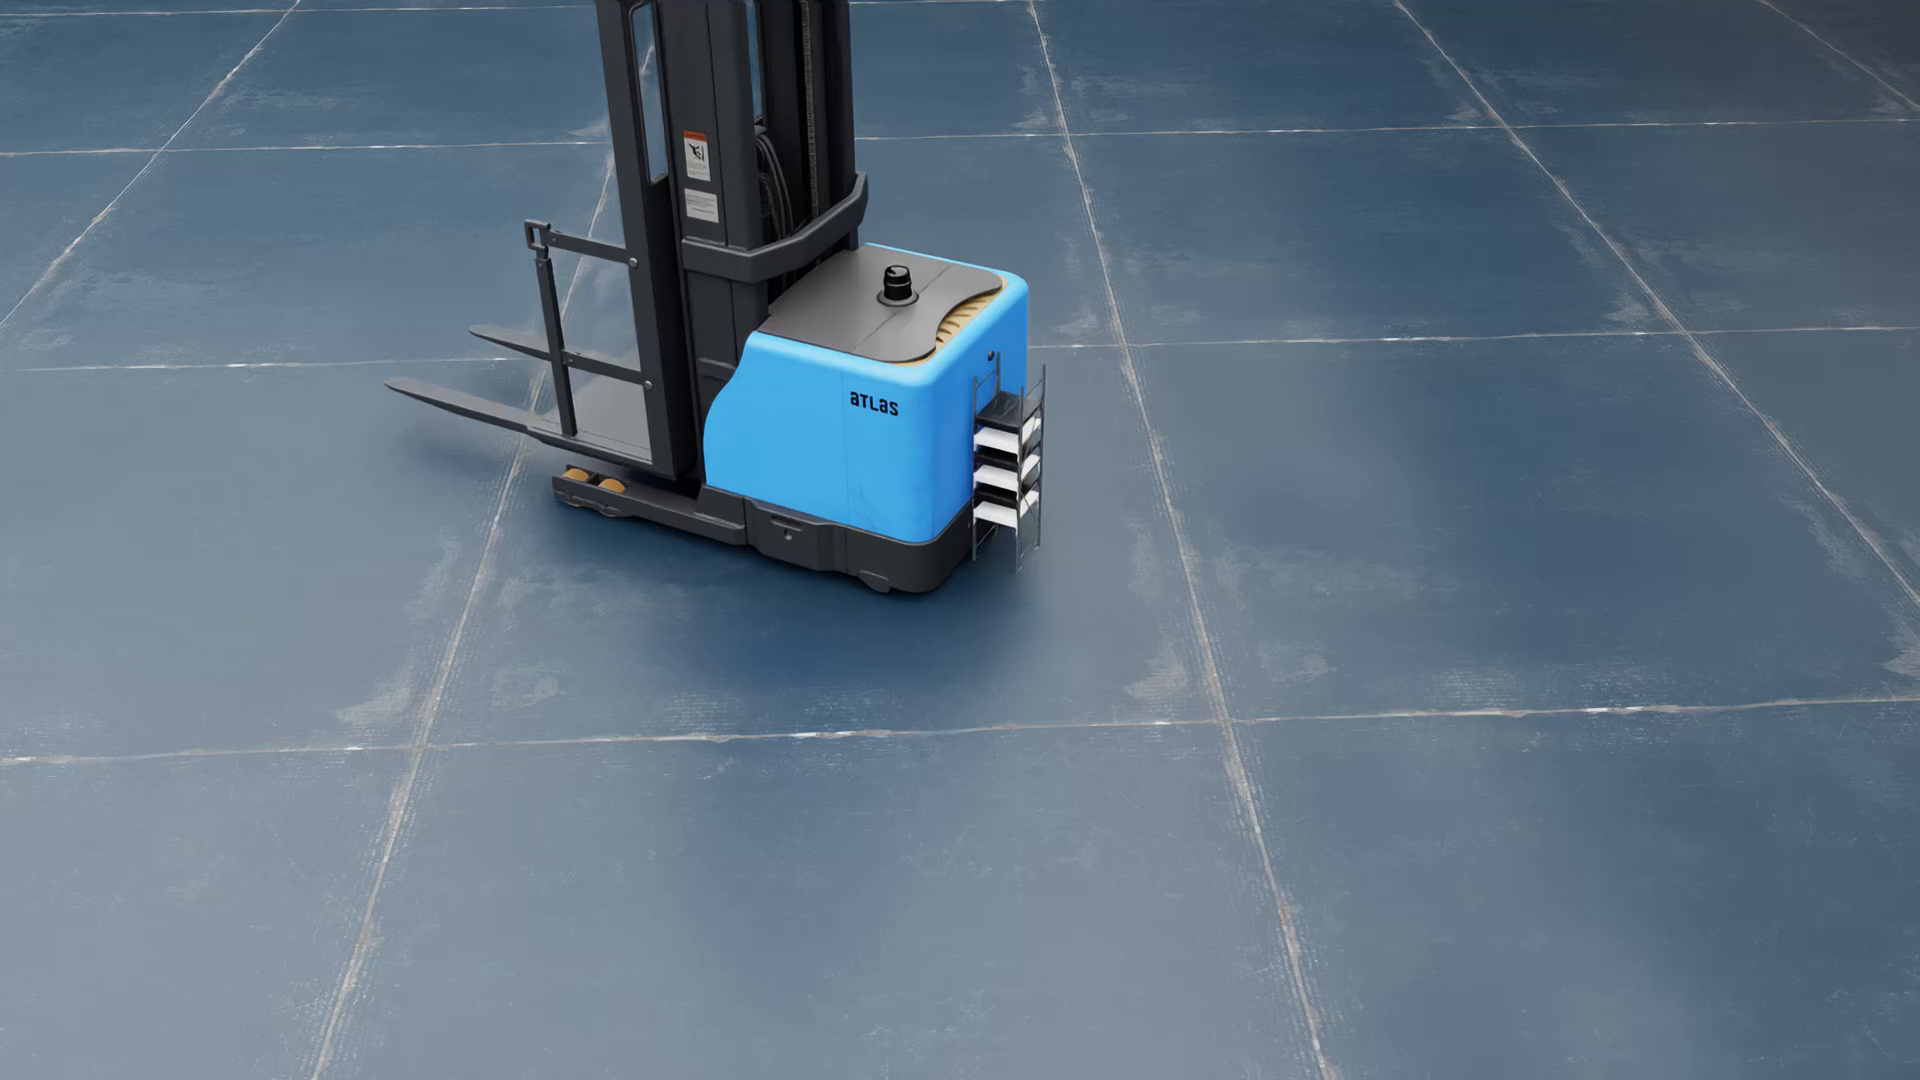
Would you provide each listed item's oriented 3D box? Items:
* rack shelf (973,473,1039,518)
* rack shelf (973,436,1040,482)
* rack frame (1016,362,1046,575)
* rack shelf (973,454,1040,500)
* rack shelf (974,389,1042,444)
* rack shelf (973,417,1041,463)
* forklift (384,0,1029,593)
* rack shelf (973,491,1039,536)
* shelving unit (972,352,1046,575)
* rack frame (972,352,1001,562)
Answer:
[{"bbox_3d":[0.201,-0.209,6.978,0.200,0.077,0.258,16,38,21],"label":"rack shelf"},{"bbox_3d":[0.201,-0.357,6.876,0.200,0.077,0.258,16,38,21],"label":"rack shelf"},{"bbox_3d":[0.292,-0.285,6.871,0.006,0.900,0.240,16,38,21],"label":"rack frame"},{"bbox_3d":[0.201,-0.283,6.927,0.200,0.077,0.258,16,38,21],"label":"rack shelf"},{"bbox_3d":[0.201,-0.505,6.774,0.200,0.077,0.258,16,38,21],"label":"rack shelf"},{"bbox_3d":[0.201,-0.431,6.825,0.200,0.077,0.258,16,38,21],"label":"rack shelf"},{"bbox_3d":[-1.251,-1.559,6.927,3.031,2.935,1.130,16,38,21],"label":"forklift"},{"bbox_3d":[0.201,-0.135,7.030,0.200,0.077,0.258,16,38,21],"label":"rack shelf"},{"bbox_3d":[0.201,-0.311,6.908,0.210,0.900,0.258,16,38,21],"label":"shelving unit"},{"bbox_3d":[0.110,-0.336,6.945,0.006,0.900,0.240,16,38,21],"label":"rack frame"}]
